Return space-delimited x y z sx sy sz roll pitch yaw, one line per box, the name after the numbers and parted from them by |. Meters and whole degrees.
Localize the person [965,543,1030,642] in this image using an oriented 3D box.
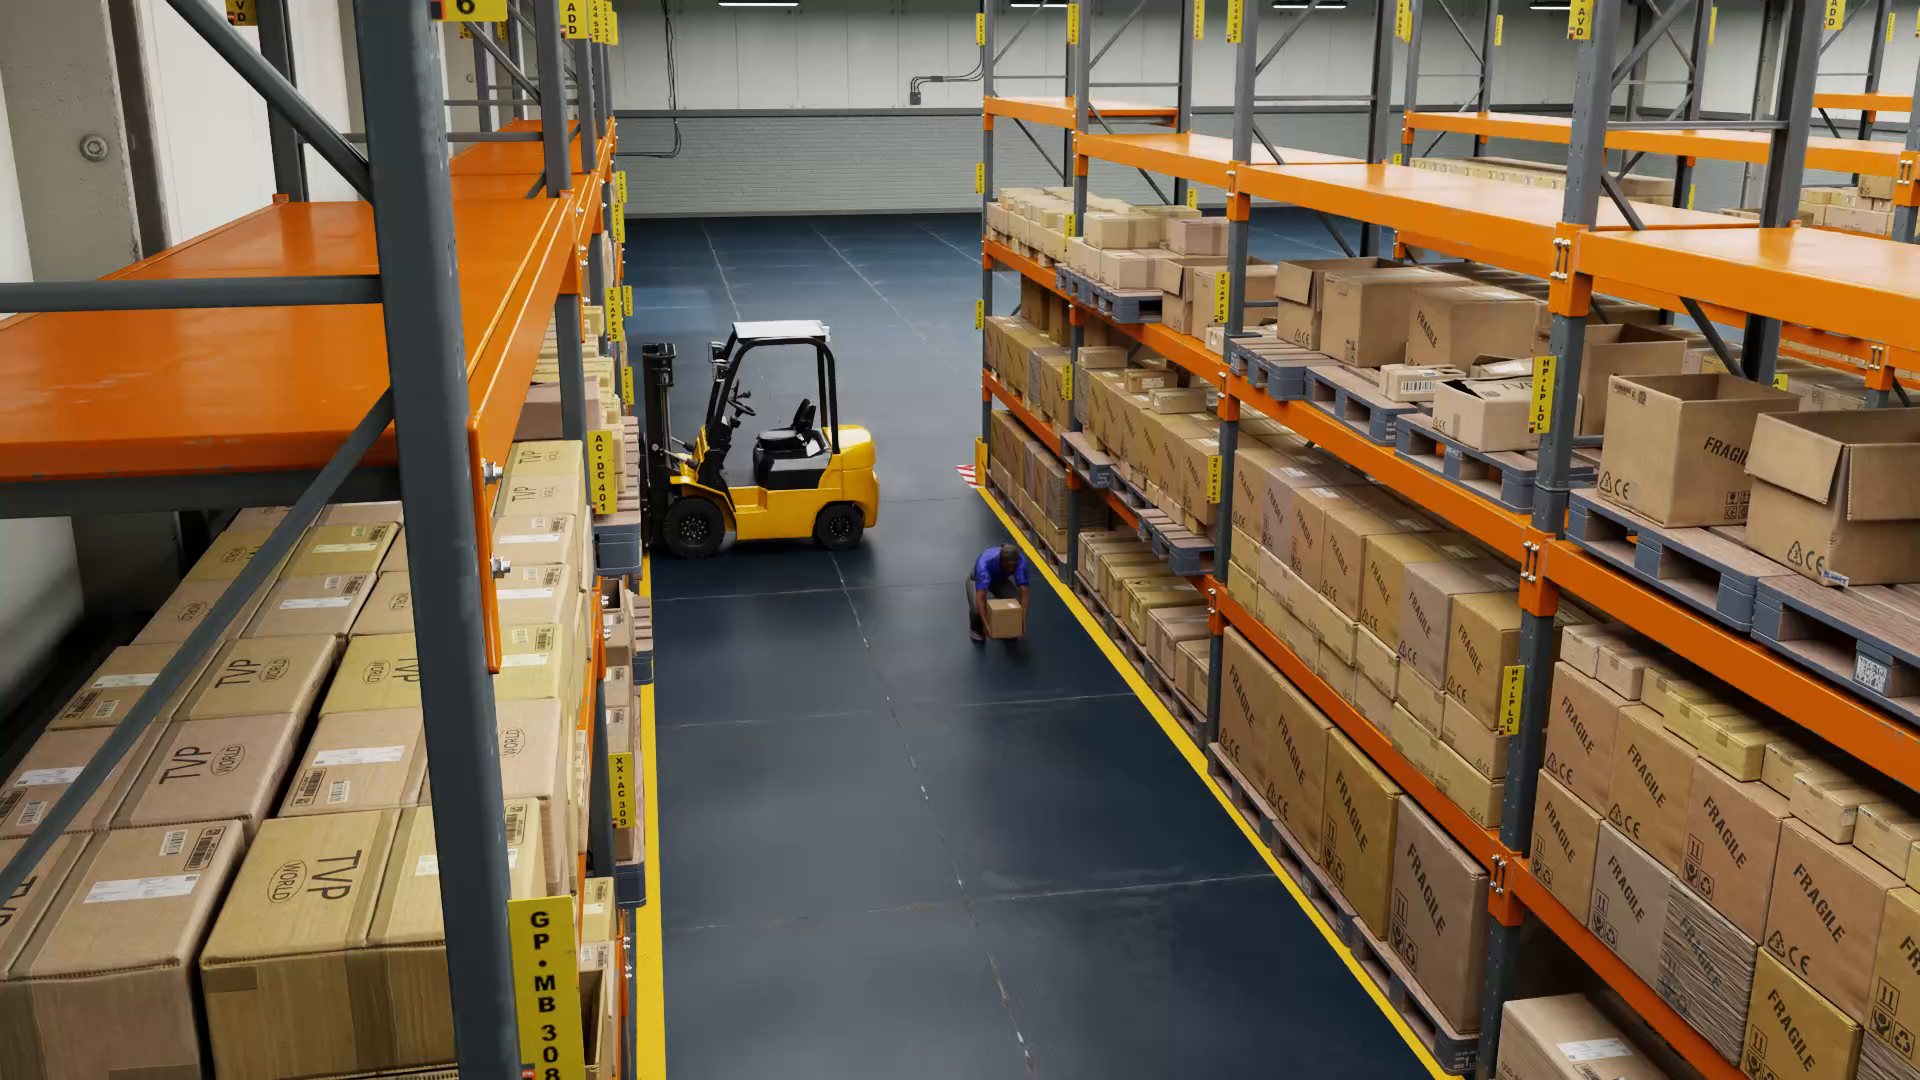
0.314 0.415 13.946 0.482 0.928 0.827 -3 17 -11 | person
